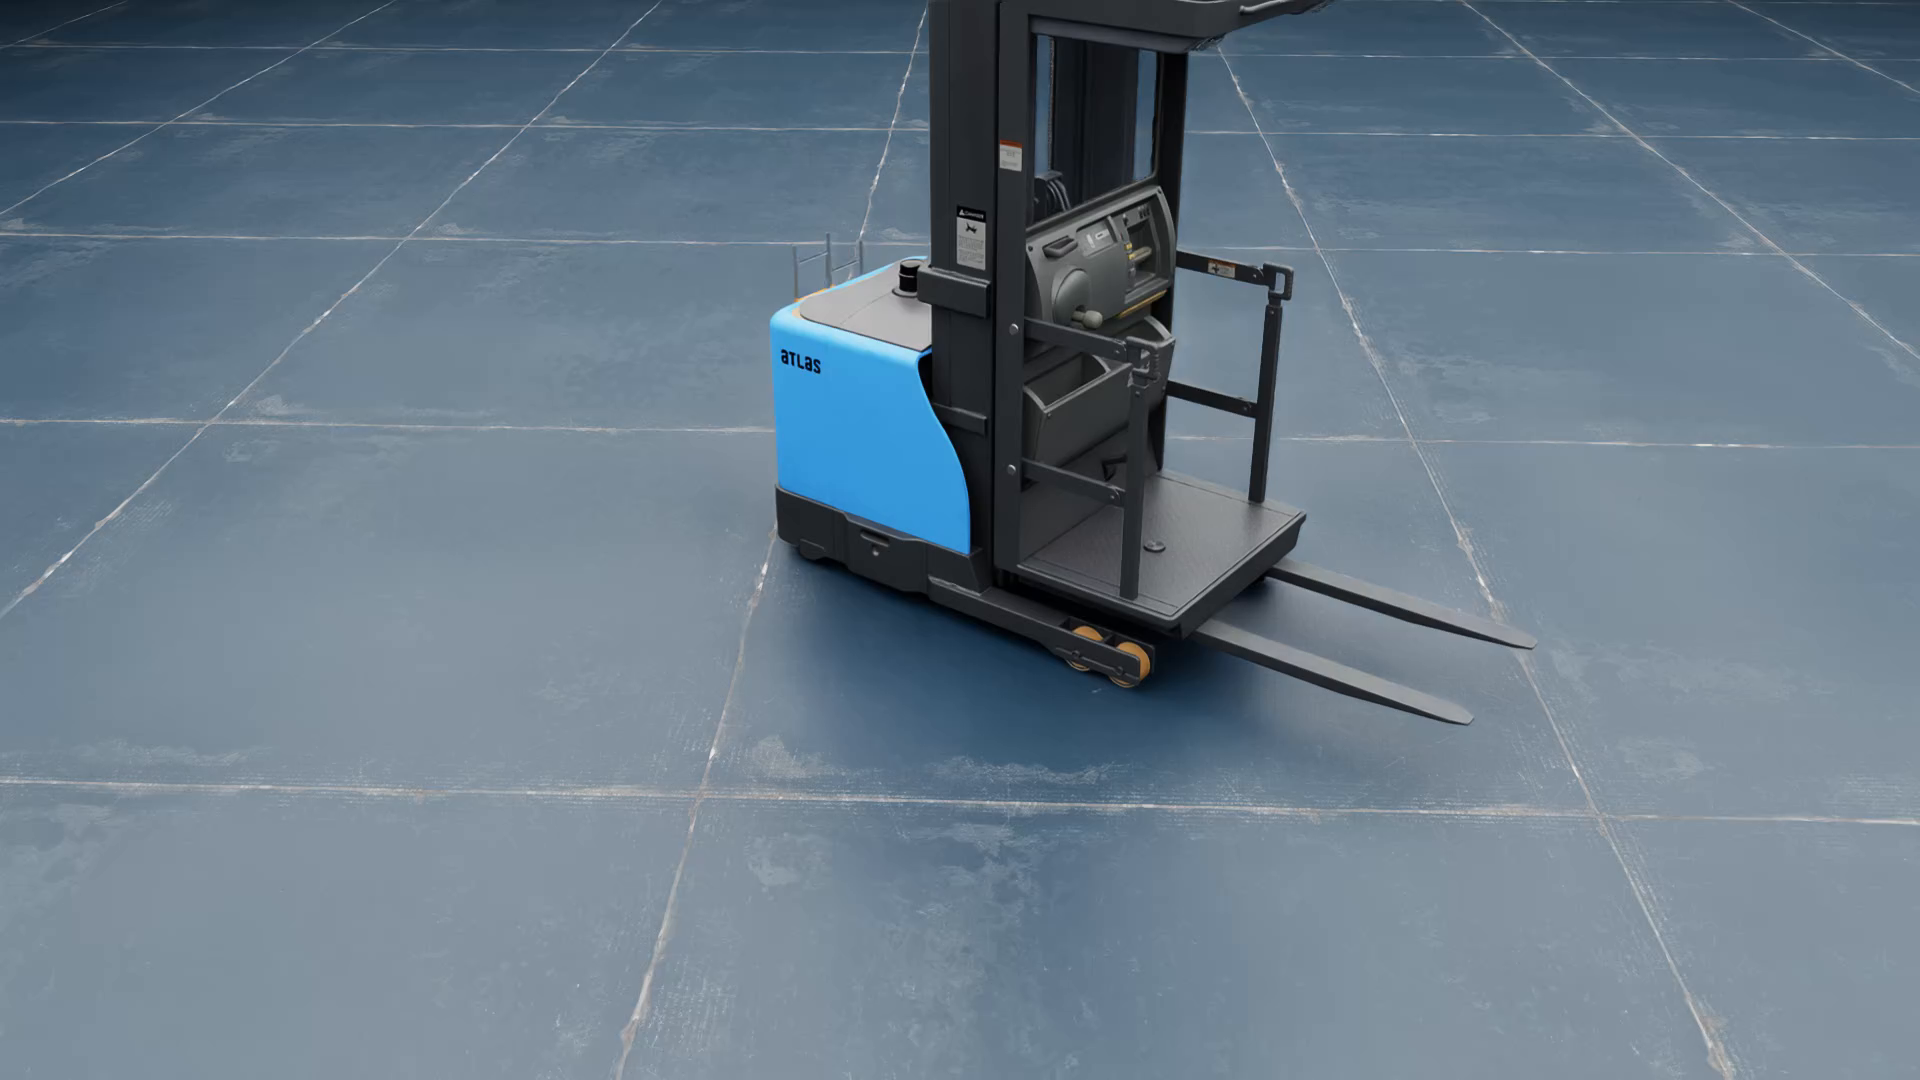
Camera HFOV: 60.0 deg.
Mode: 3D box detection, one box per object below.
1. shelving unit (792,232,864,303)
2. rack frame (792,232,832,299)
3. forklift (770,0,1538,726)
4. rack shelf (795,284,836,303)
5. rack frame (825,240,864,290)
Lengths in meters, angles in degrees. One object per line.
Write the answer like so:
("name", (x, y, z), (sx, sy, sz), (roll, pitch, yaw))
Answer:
("shelving unit", (-0.562, -0.733, 7.351), (0.189, 1.200, 0.258), (19, 34, 32))
("rack frame", (-0.636, -0.758, 7.400), (0.006, 1.200, 0.240), (19, 34, 32))
("forklift", (0.700, -1.026, 6.056), (3.031, 2.935, 1.130), (19, 34, 32))
("rack shelf", (-0.562, -1.012, 7.203), (0.180, 0.103, 0.258), (19, 34, 32))
("rack frame", (-0.489, -0.707, 7.303), (0.006, 1.200, 0.240), (19, 34, 32))
